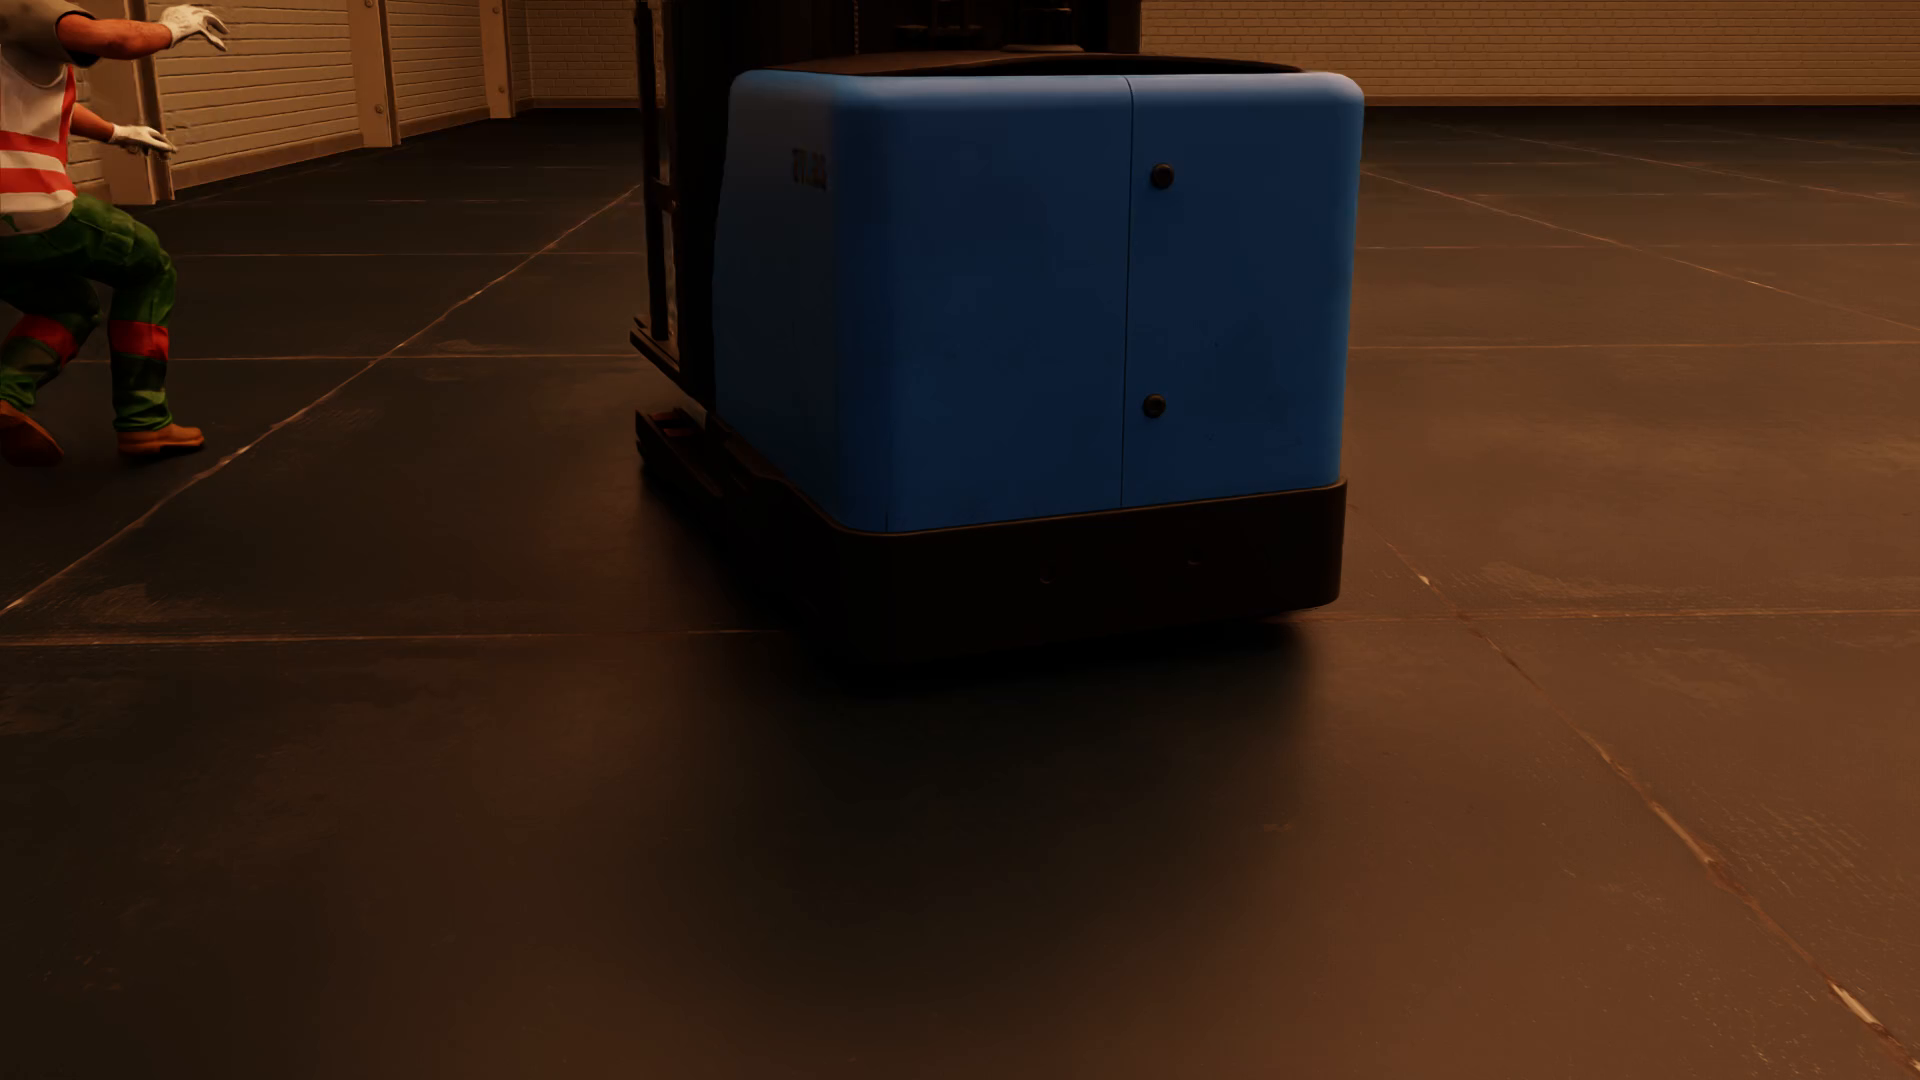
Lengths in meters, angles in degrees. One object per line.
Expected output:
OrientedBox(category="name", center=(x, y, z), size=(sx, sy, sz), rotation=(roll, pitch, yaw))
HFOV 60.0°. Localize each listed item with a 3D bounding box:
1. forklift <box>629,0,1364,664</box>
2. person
OrientedBox(category="forklift", center=(-0.242, -1.571, 4.043), size=(1.130, 2.935, 3.031), rotation=(-6, 18, -20))
OrientedBox(category="person", center=(-2.305, -0.966, 4.532), size=(0.782, 1.478, 1.011), rotation=(5, 18, 17))
